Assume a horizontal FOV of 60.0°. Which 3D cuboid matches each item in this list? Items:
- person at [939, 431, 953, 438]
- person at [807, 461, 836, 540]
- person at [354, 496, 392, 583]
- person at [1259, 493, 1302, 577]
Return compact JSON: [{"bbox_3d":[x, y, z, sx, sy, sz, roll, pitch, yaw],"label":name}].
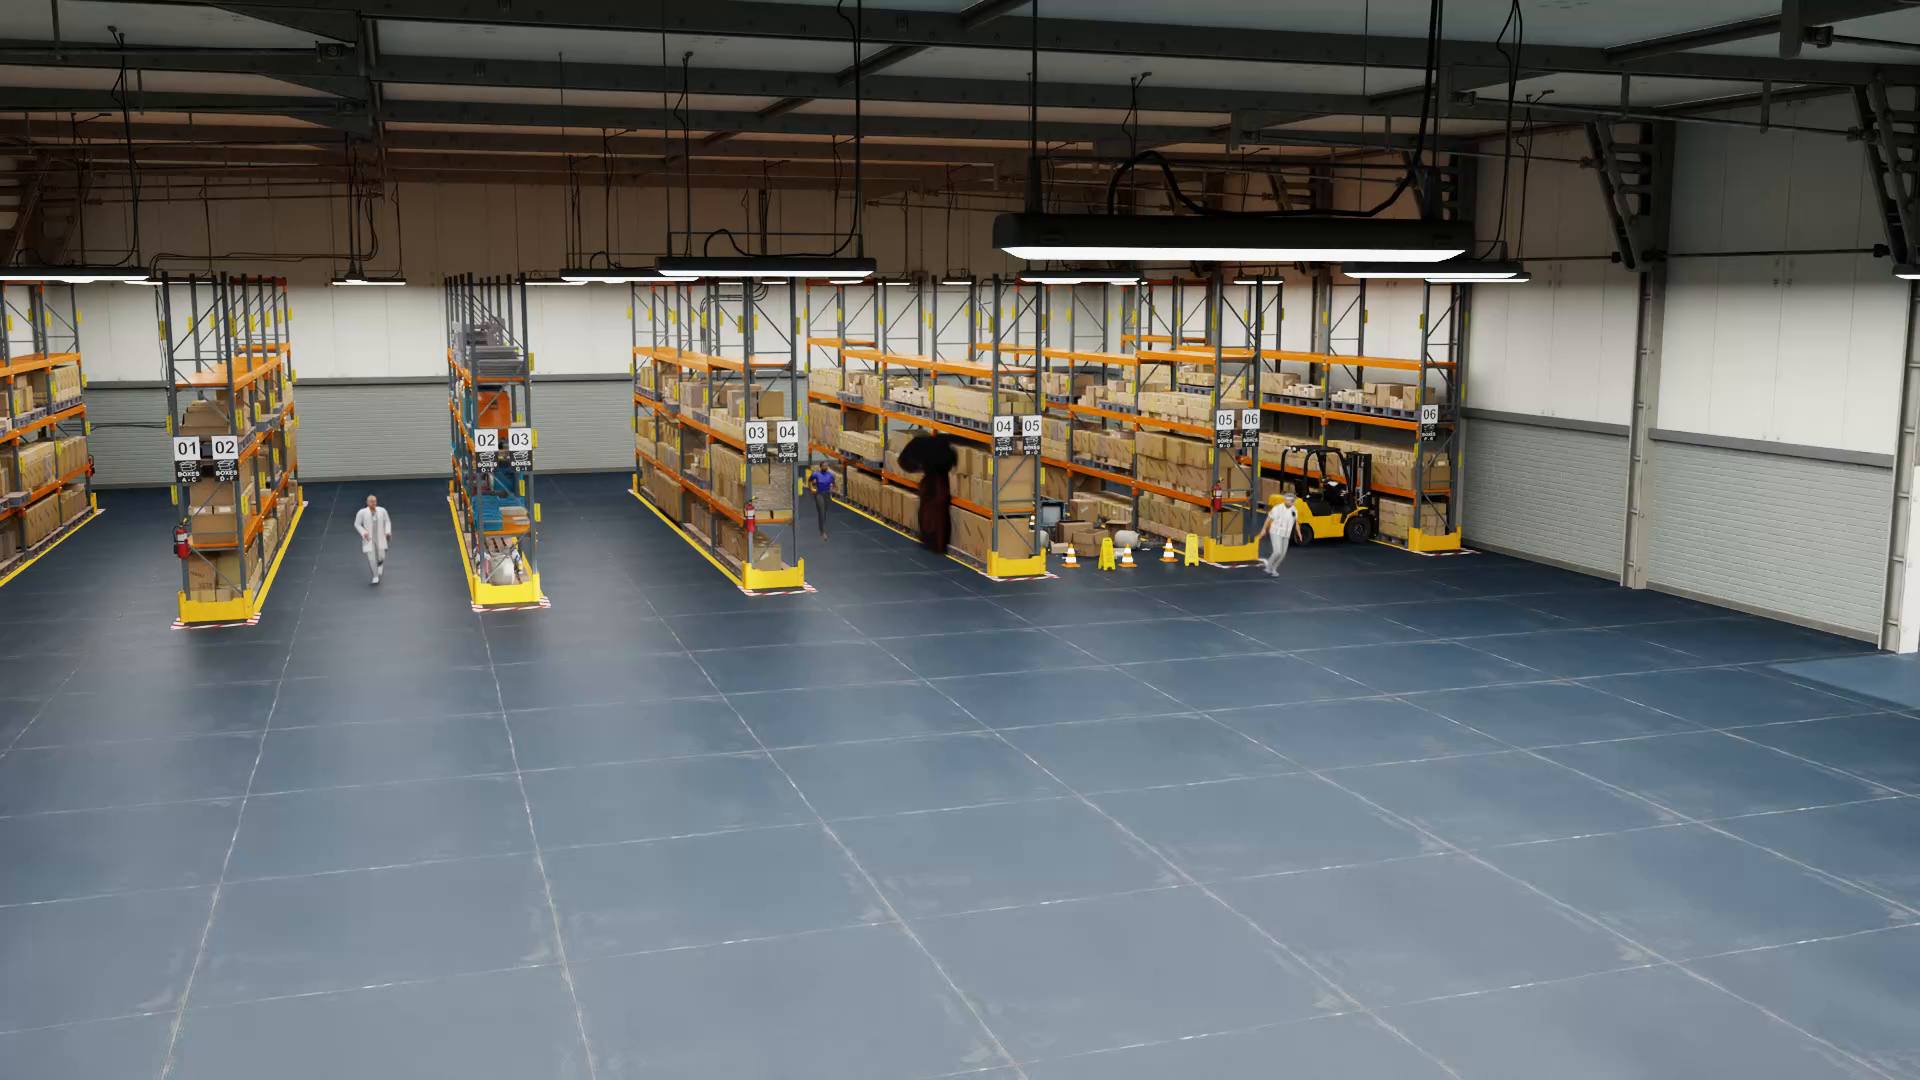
[{"bbox_3d":[-0.450,-3.061,52.484,0.718,1.789,0.684,-8,12,-42],"label":"person"},{"bbox_3d":[-3.006,-0.894,36.461,0.596,1.717,0.763,-5,10,-28],"label":"person"},{"bbox_3d":[-11.472,-0.019,32.535,0.687,1.724,0.678,-4,10,-26],"label":"person"},{"bbox_3d":[6.418,-0.101,33.146,0.664,1.702,0.682,-4,10,-27],"label":"person"}]
